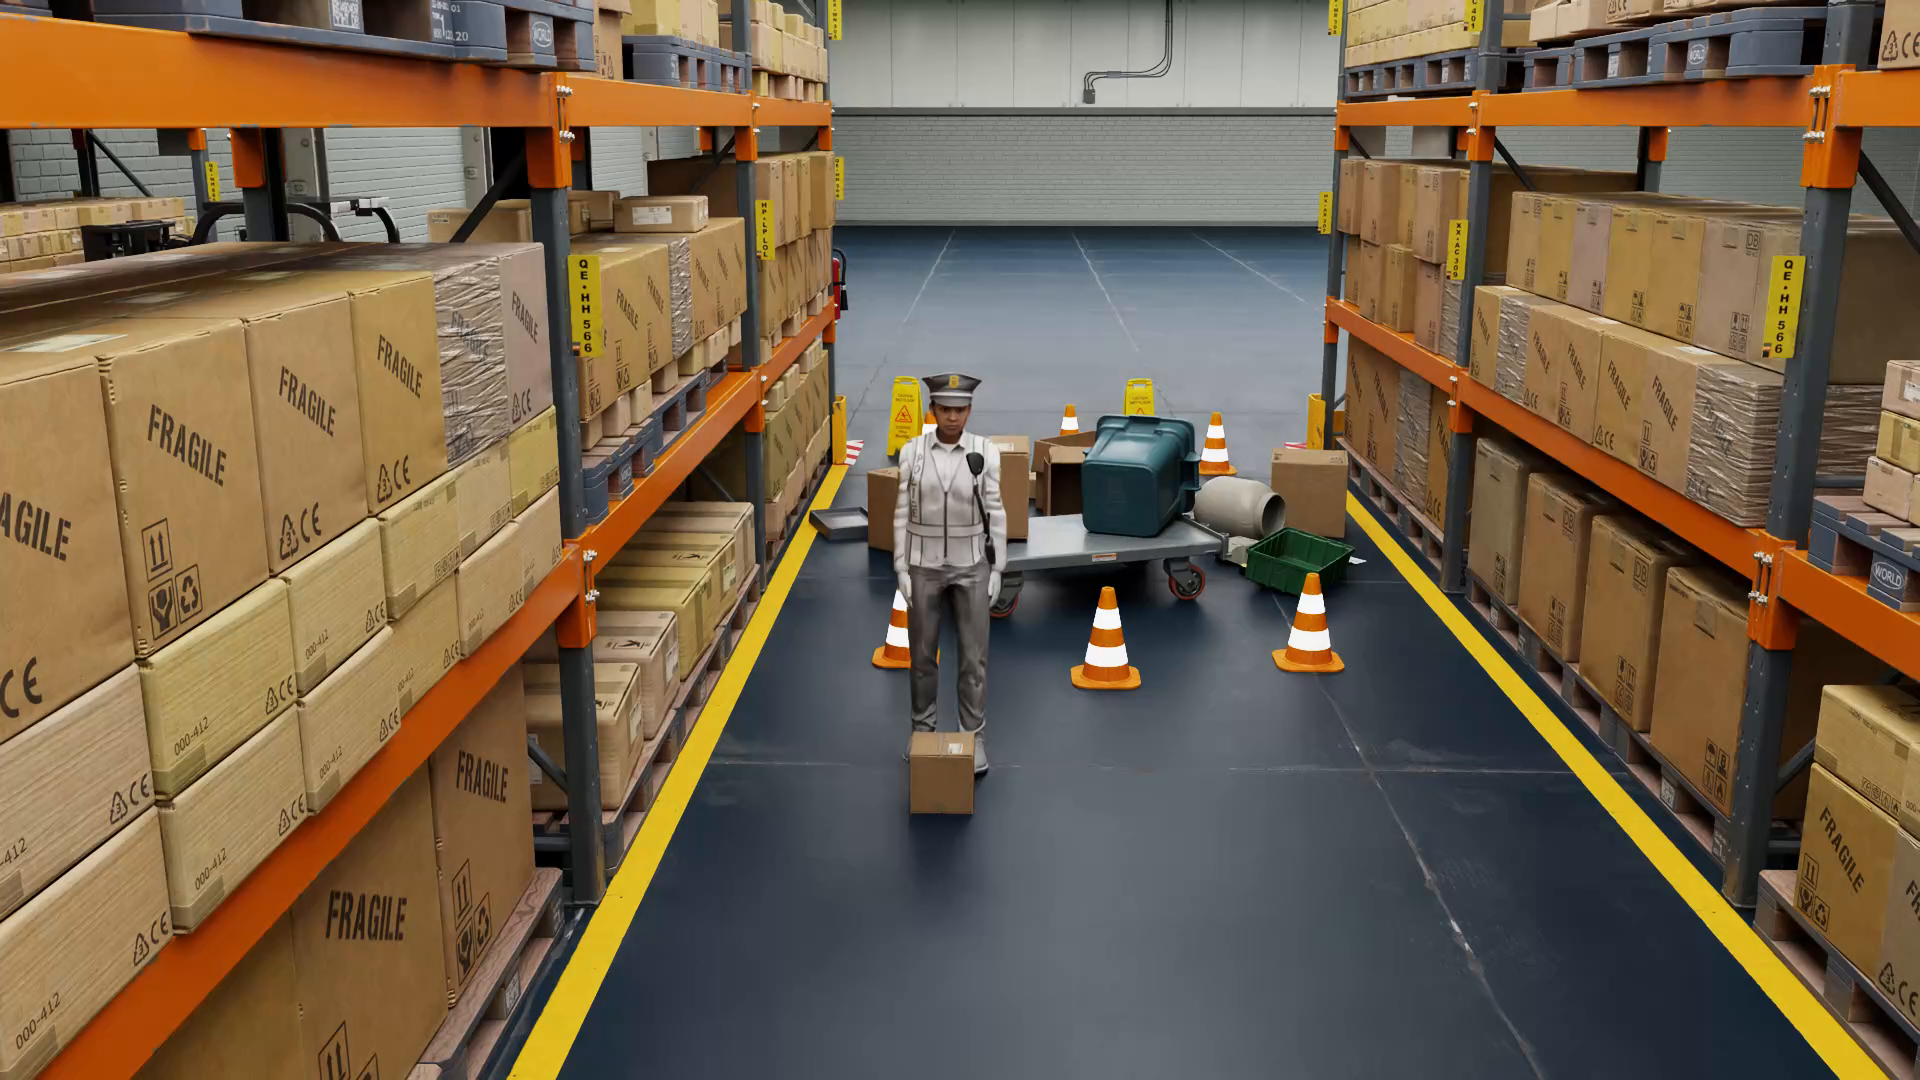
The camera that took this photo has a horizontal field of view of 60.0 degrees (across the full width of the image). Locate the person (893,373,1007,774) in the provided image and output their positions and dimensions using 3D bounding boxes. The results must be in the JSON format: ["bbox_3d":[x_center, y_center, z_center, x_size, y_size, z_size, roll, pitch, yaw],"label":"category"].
[{"bbox_3d":[-0.042,0.132,6.963,0.474,1.698,0.431,1,14,2],"label":"person"}]
